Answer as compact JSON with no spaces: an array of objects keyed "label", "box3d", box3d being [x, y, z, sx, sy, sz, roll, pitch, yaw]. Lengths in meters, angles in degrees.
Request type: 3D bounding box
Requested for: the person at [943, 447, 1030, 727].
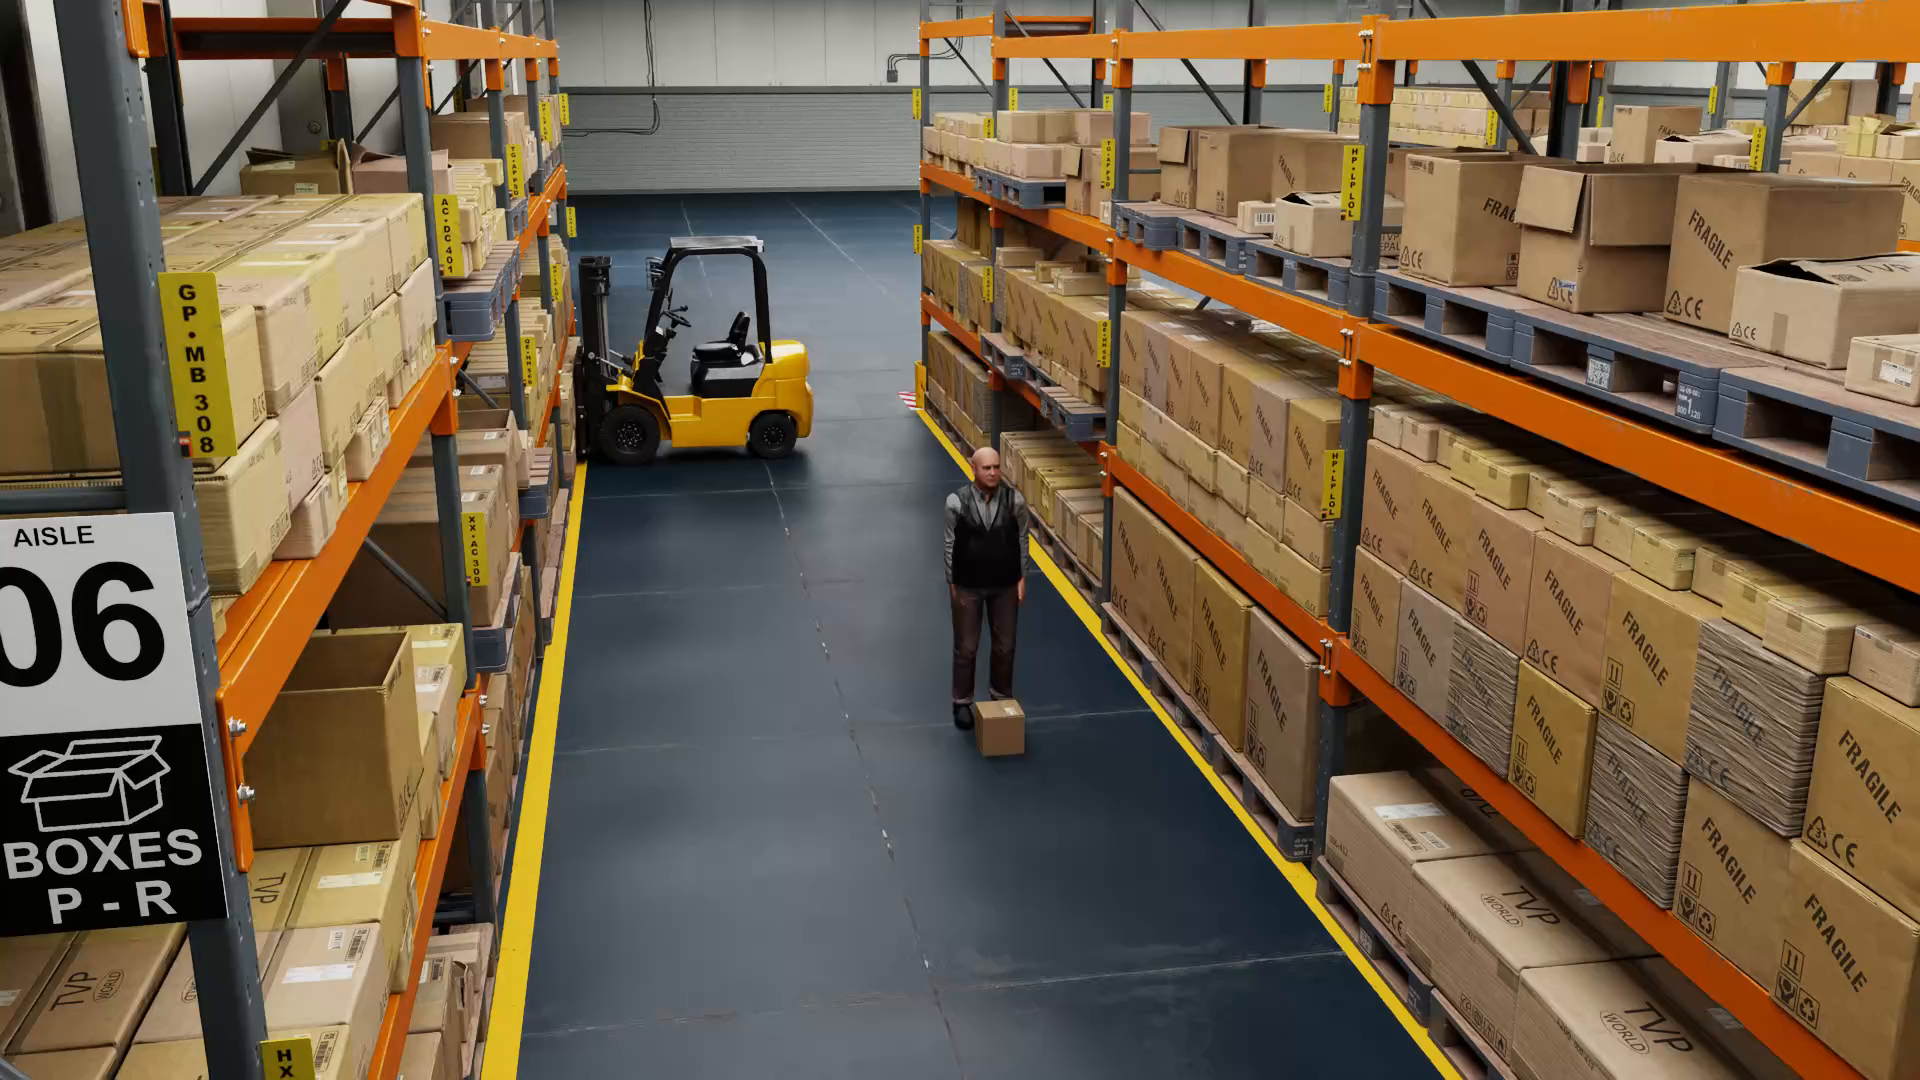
[{"label":"person","box3d":[0.166,0.290,10.122,0.531,1.732,0.359,-3,16,-9]}]
